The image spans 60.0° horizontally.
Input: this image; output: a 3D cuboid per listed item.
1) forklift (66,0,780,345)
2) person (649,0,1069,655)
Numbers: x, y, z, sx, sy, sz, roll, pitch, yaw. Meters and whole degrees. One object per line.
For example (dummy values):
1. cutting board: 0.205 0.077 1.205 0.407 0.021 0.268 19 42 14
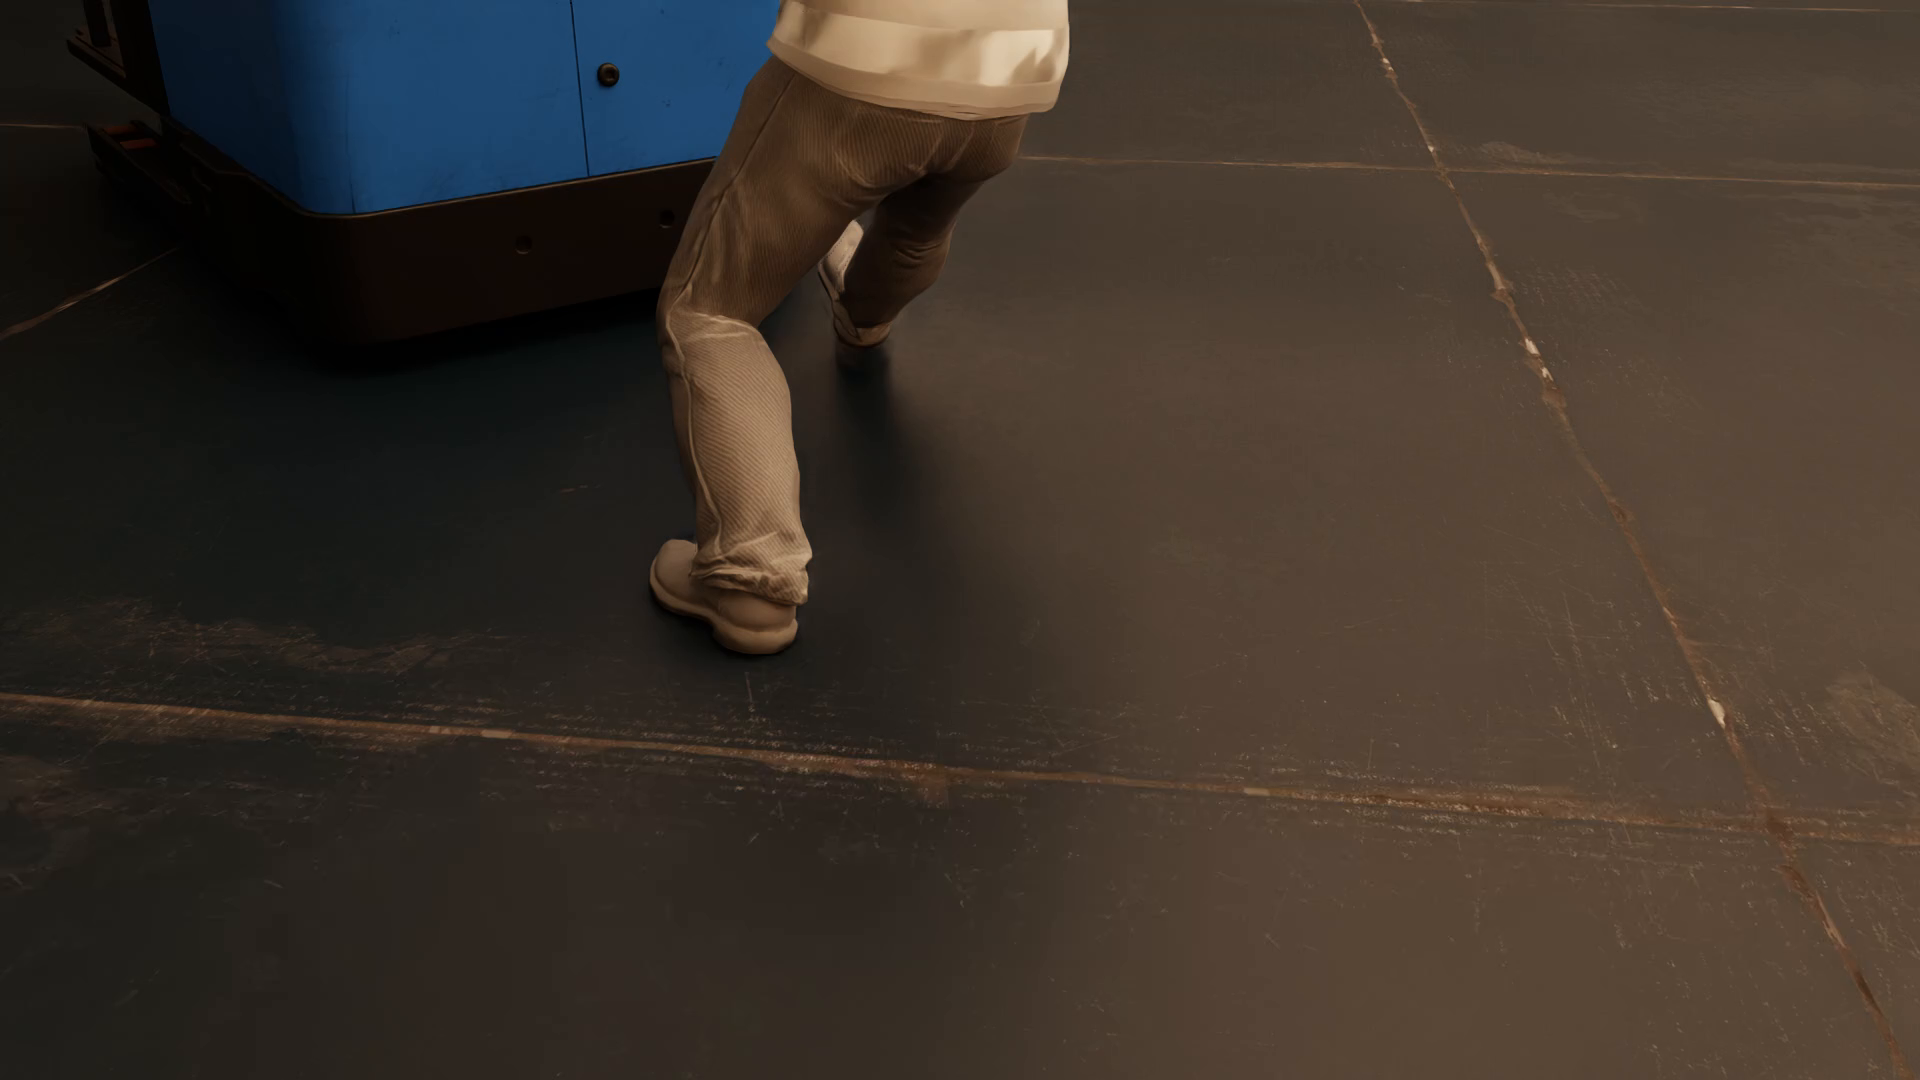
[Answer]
1. forklift: -1.605 -2.269 3.766 1.130 2.935 3.031 -18 32 -32
2. person: -0.246 -0.796 2.475 0.981 1.469 1.077 -20 33 -34
